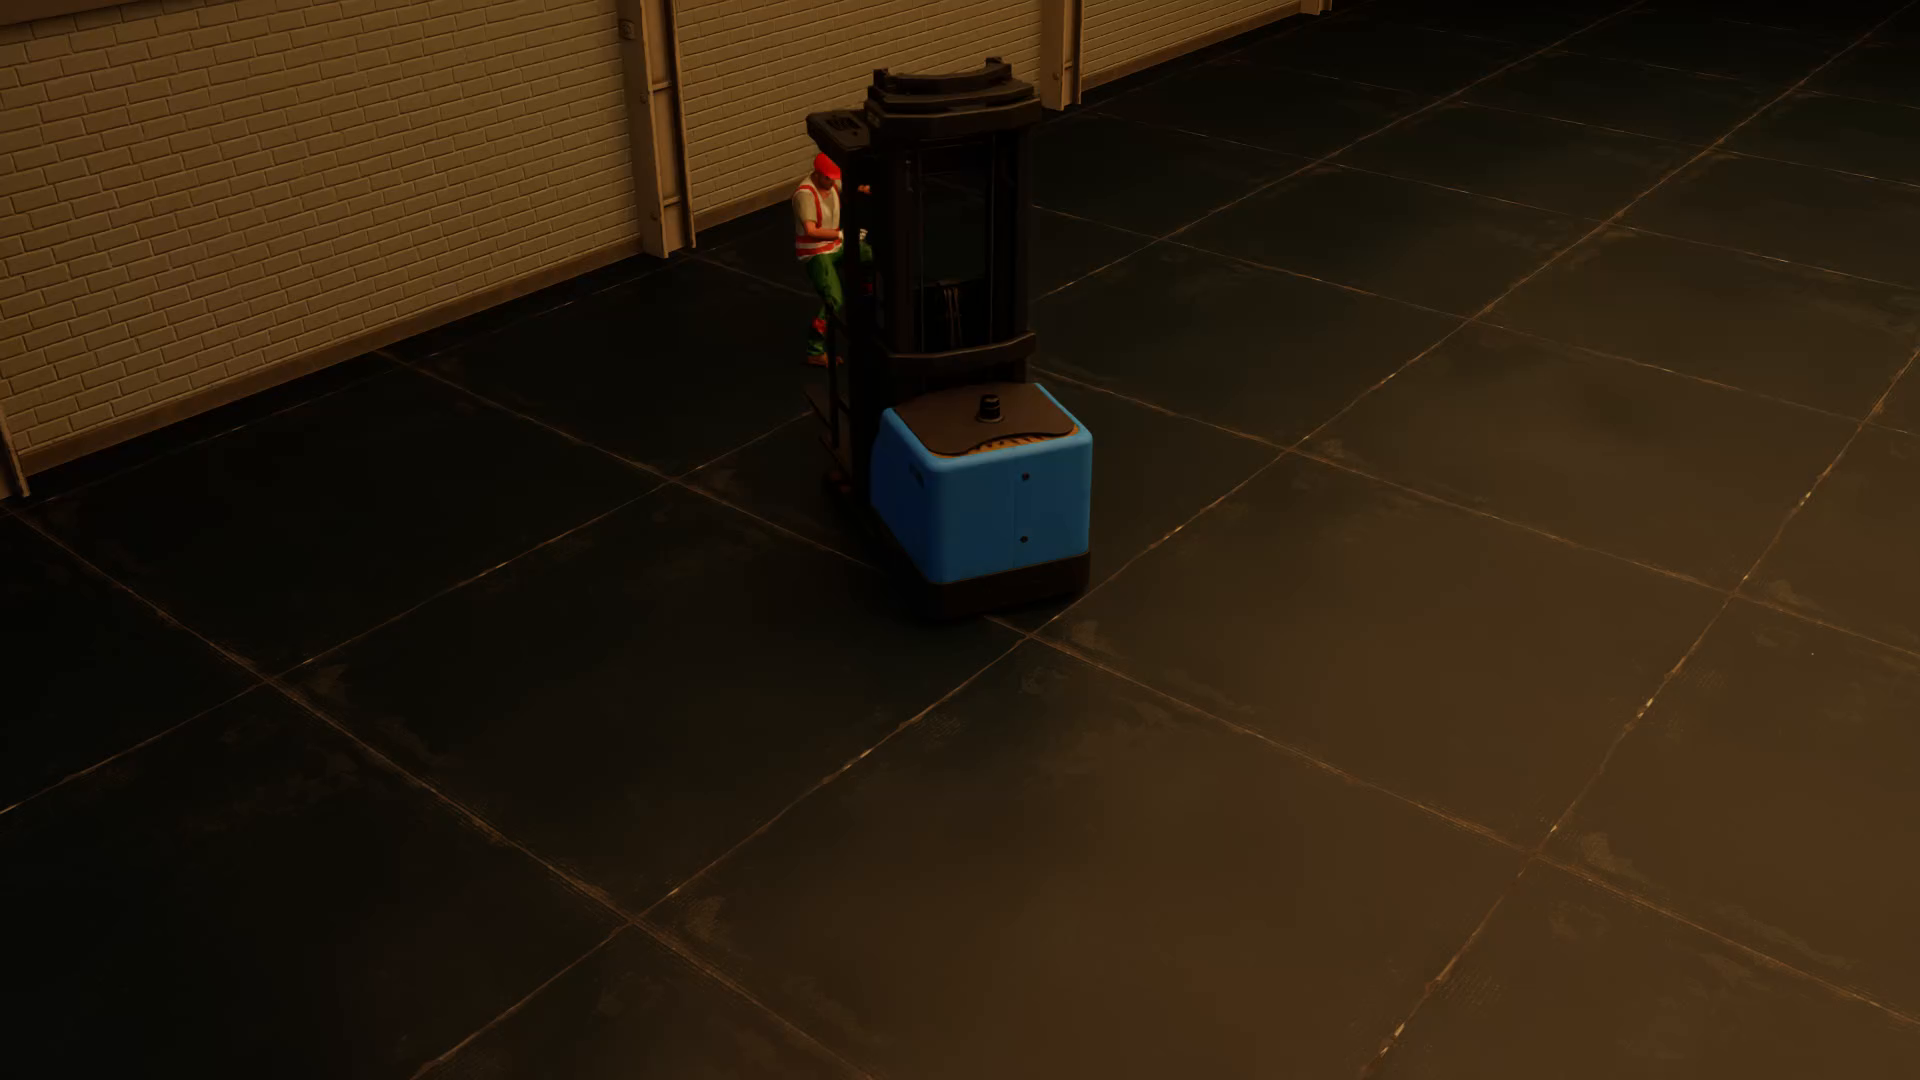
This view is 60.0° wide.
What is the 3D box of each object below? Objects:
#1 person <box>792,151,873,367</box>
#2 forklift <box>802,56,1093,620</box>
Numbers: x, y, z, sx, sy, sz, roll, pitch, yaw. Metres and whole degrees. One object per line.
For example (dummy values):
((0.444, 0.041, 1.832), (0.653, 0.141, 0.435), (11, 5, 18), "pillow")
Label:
((-0.902, -2.254, 12.834), (0.738, 1.544, 1.103), (18, 35, 28), "person")
((-0.252, -1.535, 10.221), (1.130, 2.935, 3.031), (-12, 32, -19), "forklift")
